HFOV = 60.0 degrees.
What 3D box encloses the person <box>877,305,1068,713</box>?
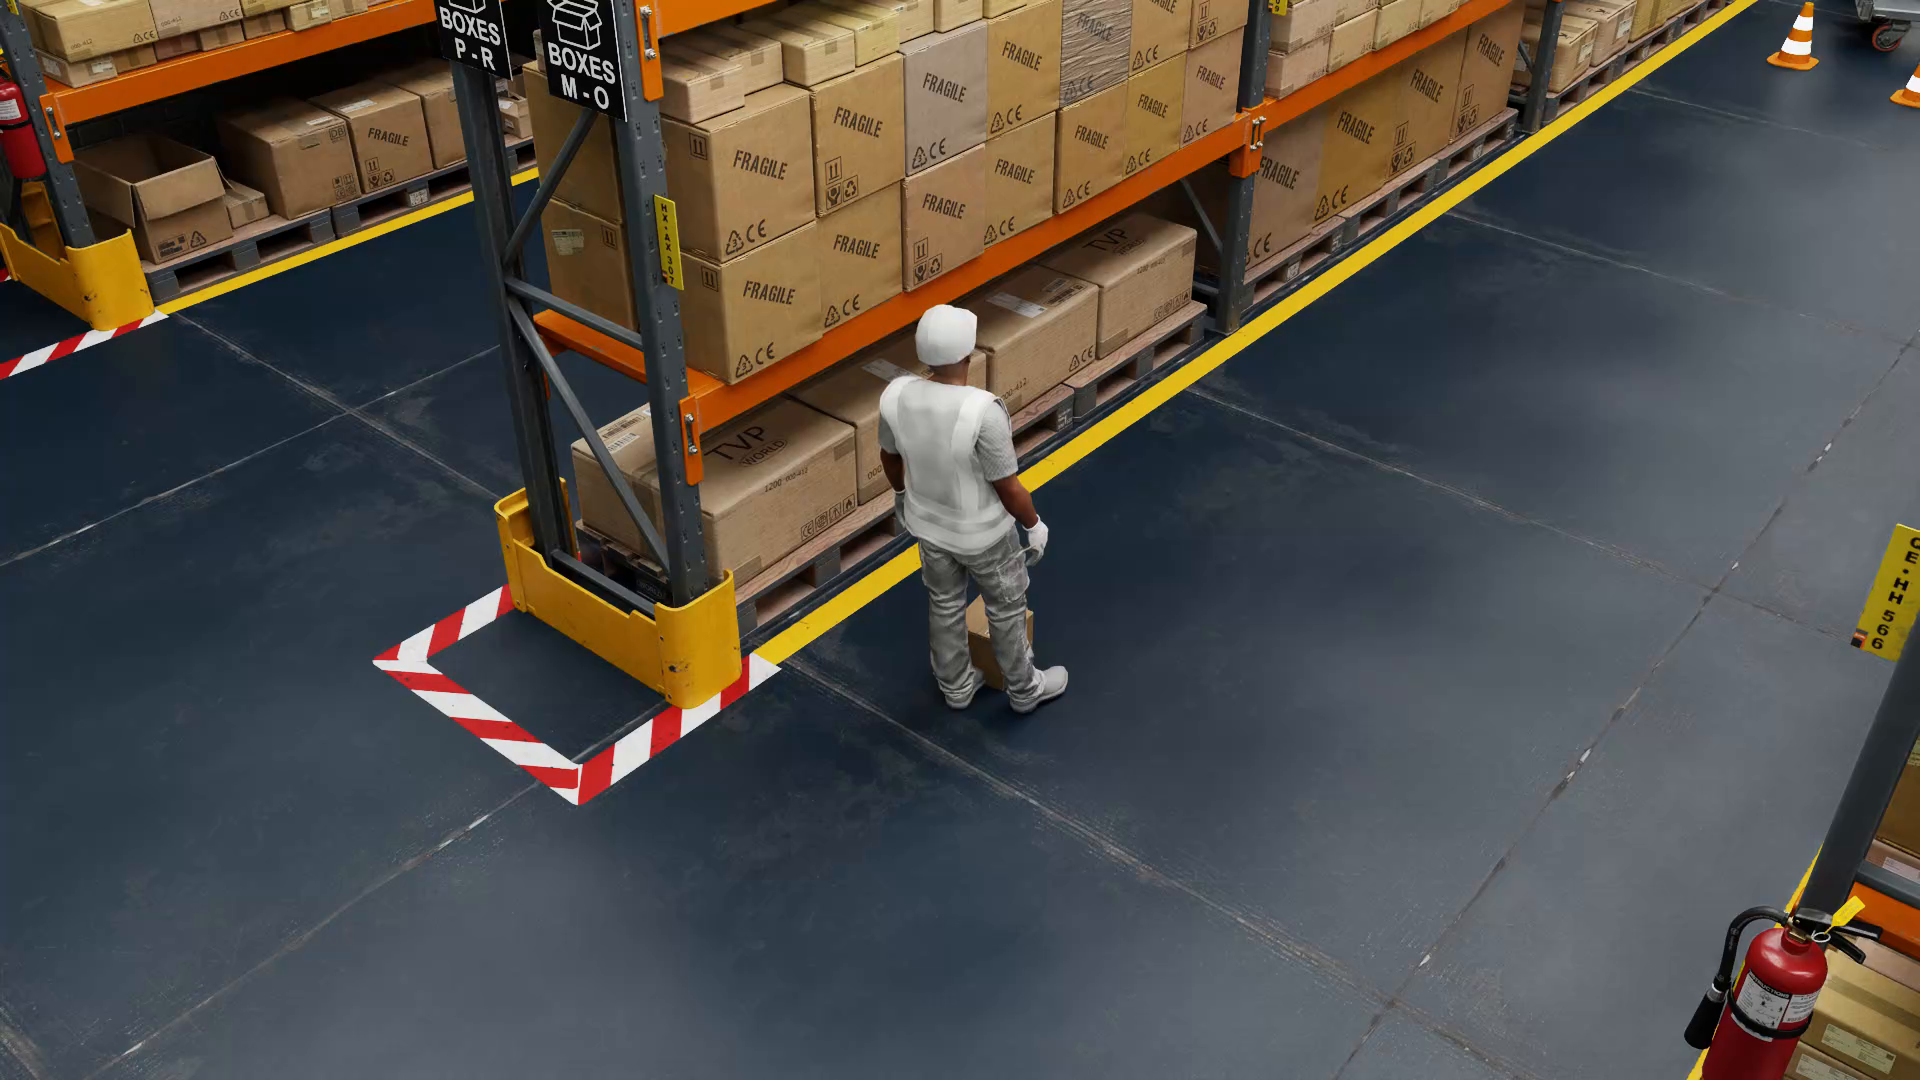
[{"bbox_3d":[0.052,-0.111,6.271,0.657,1.785,0.575,20,39,26],"label":"person"}]
